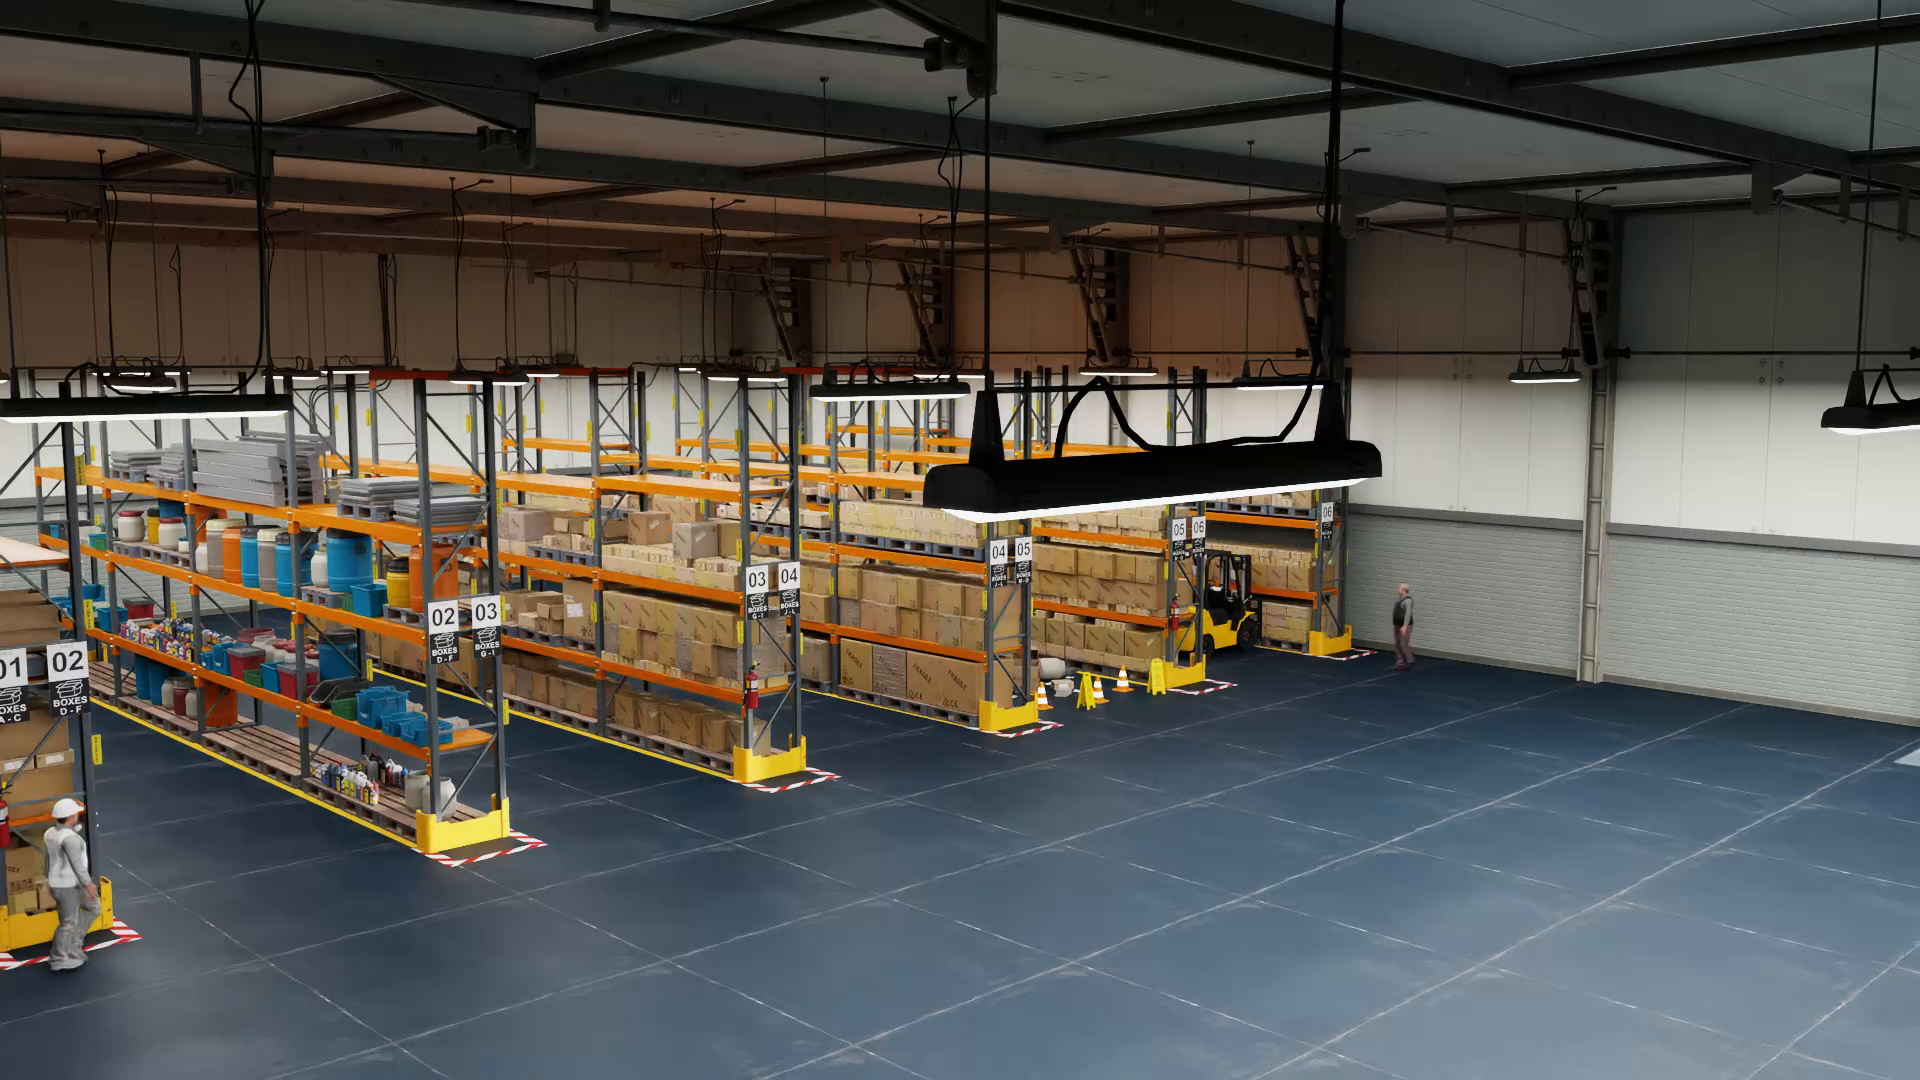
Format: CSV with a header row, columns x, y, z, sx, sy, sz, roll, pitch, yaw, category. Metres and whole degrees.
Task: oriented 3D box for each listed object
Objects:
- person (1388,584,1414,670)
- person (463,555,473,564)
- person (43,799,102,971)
x,y,z,sx,sy,sz,roll,pitch,yaw,category
8.832,1.732,33.152,0.441,1.734,0.596,-2,7,-21,person
-11.764,0.996,39.992,0.376,1.679,0.477,4,8,31,person
-9.101,3.530,17.030,0.521,1.799,0.536,-3,7,-26,person
